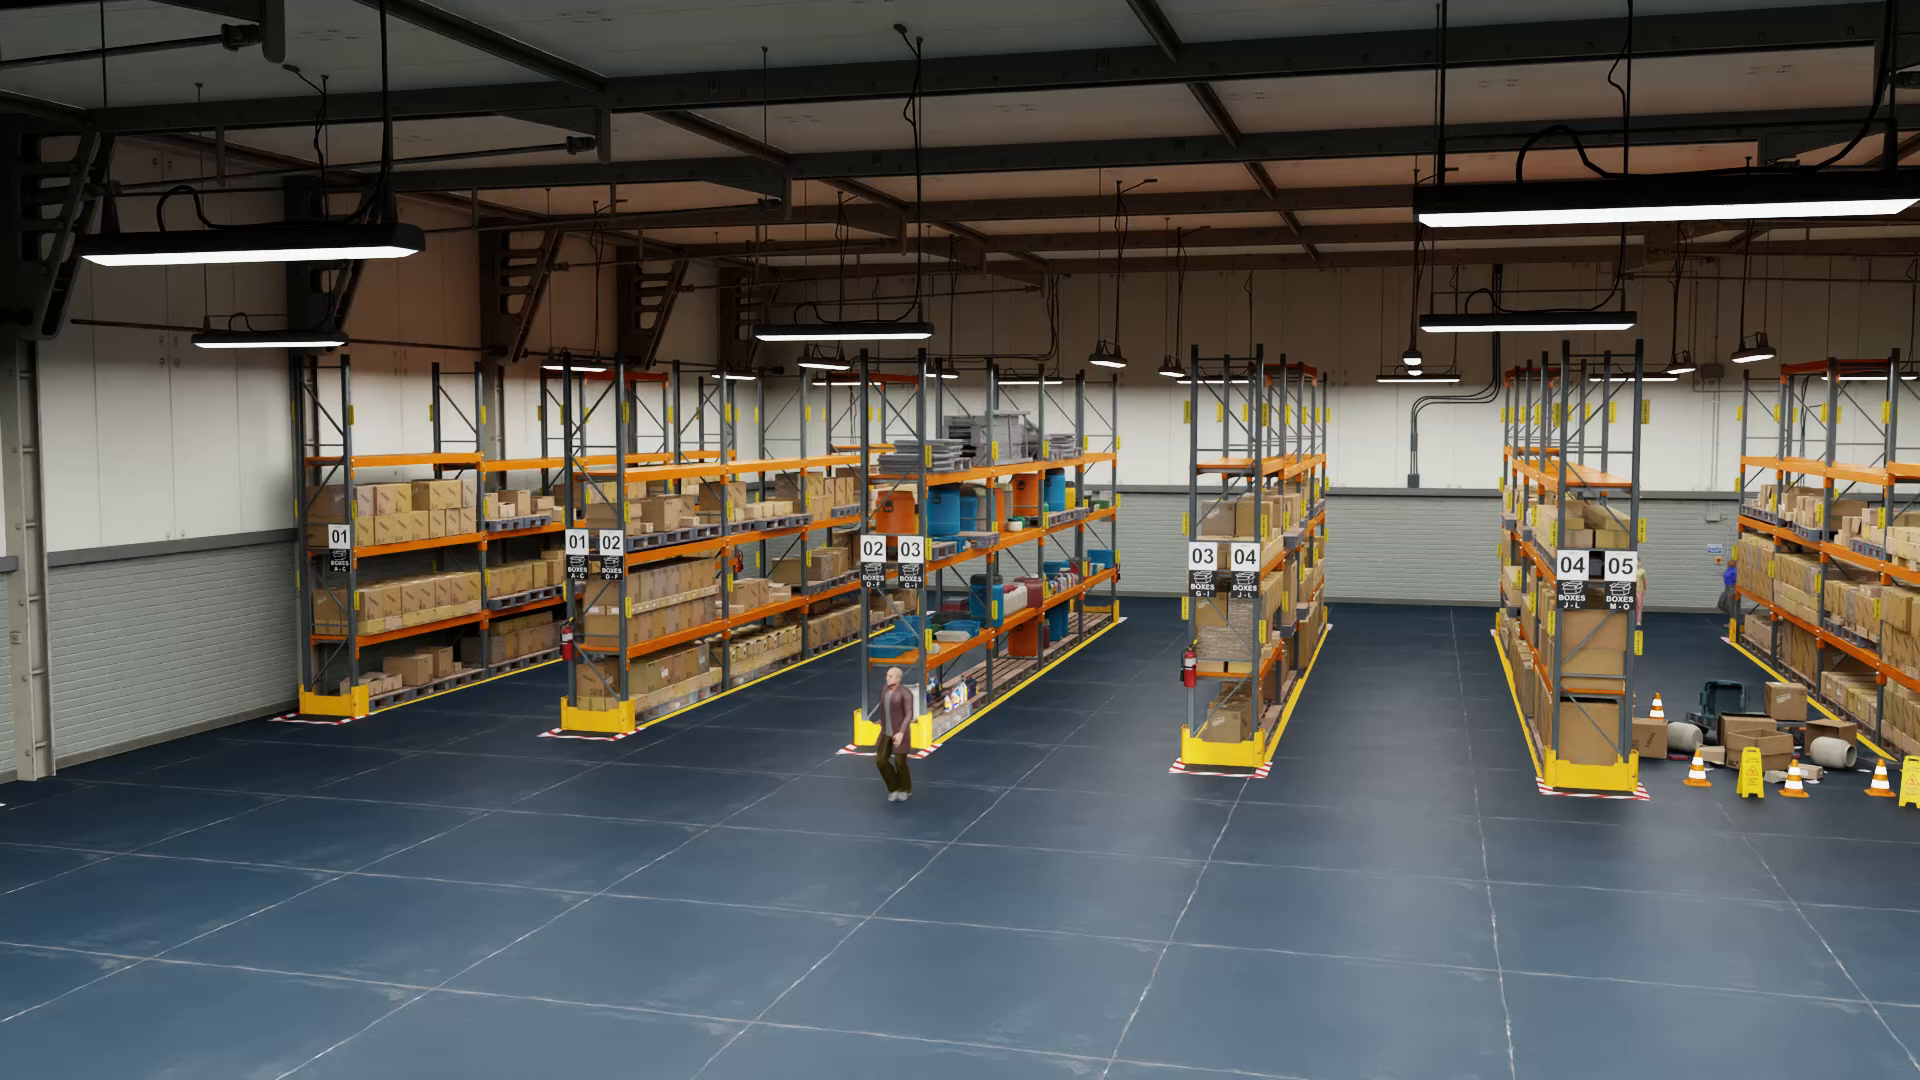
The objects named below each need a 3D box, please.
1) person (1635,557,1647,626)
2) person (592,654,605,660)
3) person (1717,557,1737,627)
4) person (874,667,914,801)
[{"bbox_3d":[16.049,1.213,39.507,0.517,1.603,1.060,1,5,18],"label":"person"},{"bbox_3d":[-7.365,1.618,33.823,0.521,1.660,0.488,3,5,34],"label":"person"},{"bbox_3d":[18.140,1.222,39.155,0.453,1.651,0.486,0,4,0],"label":"person"},{"bbox_3d":[-0.857,2.565,21.613,0.706,1.812,0.640,4,6,39],"label":"person"}]
